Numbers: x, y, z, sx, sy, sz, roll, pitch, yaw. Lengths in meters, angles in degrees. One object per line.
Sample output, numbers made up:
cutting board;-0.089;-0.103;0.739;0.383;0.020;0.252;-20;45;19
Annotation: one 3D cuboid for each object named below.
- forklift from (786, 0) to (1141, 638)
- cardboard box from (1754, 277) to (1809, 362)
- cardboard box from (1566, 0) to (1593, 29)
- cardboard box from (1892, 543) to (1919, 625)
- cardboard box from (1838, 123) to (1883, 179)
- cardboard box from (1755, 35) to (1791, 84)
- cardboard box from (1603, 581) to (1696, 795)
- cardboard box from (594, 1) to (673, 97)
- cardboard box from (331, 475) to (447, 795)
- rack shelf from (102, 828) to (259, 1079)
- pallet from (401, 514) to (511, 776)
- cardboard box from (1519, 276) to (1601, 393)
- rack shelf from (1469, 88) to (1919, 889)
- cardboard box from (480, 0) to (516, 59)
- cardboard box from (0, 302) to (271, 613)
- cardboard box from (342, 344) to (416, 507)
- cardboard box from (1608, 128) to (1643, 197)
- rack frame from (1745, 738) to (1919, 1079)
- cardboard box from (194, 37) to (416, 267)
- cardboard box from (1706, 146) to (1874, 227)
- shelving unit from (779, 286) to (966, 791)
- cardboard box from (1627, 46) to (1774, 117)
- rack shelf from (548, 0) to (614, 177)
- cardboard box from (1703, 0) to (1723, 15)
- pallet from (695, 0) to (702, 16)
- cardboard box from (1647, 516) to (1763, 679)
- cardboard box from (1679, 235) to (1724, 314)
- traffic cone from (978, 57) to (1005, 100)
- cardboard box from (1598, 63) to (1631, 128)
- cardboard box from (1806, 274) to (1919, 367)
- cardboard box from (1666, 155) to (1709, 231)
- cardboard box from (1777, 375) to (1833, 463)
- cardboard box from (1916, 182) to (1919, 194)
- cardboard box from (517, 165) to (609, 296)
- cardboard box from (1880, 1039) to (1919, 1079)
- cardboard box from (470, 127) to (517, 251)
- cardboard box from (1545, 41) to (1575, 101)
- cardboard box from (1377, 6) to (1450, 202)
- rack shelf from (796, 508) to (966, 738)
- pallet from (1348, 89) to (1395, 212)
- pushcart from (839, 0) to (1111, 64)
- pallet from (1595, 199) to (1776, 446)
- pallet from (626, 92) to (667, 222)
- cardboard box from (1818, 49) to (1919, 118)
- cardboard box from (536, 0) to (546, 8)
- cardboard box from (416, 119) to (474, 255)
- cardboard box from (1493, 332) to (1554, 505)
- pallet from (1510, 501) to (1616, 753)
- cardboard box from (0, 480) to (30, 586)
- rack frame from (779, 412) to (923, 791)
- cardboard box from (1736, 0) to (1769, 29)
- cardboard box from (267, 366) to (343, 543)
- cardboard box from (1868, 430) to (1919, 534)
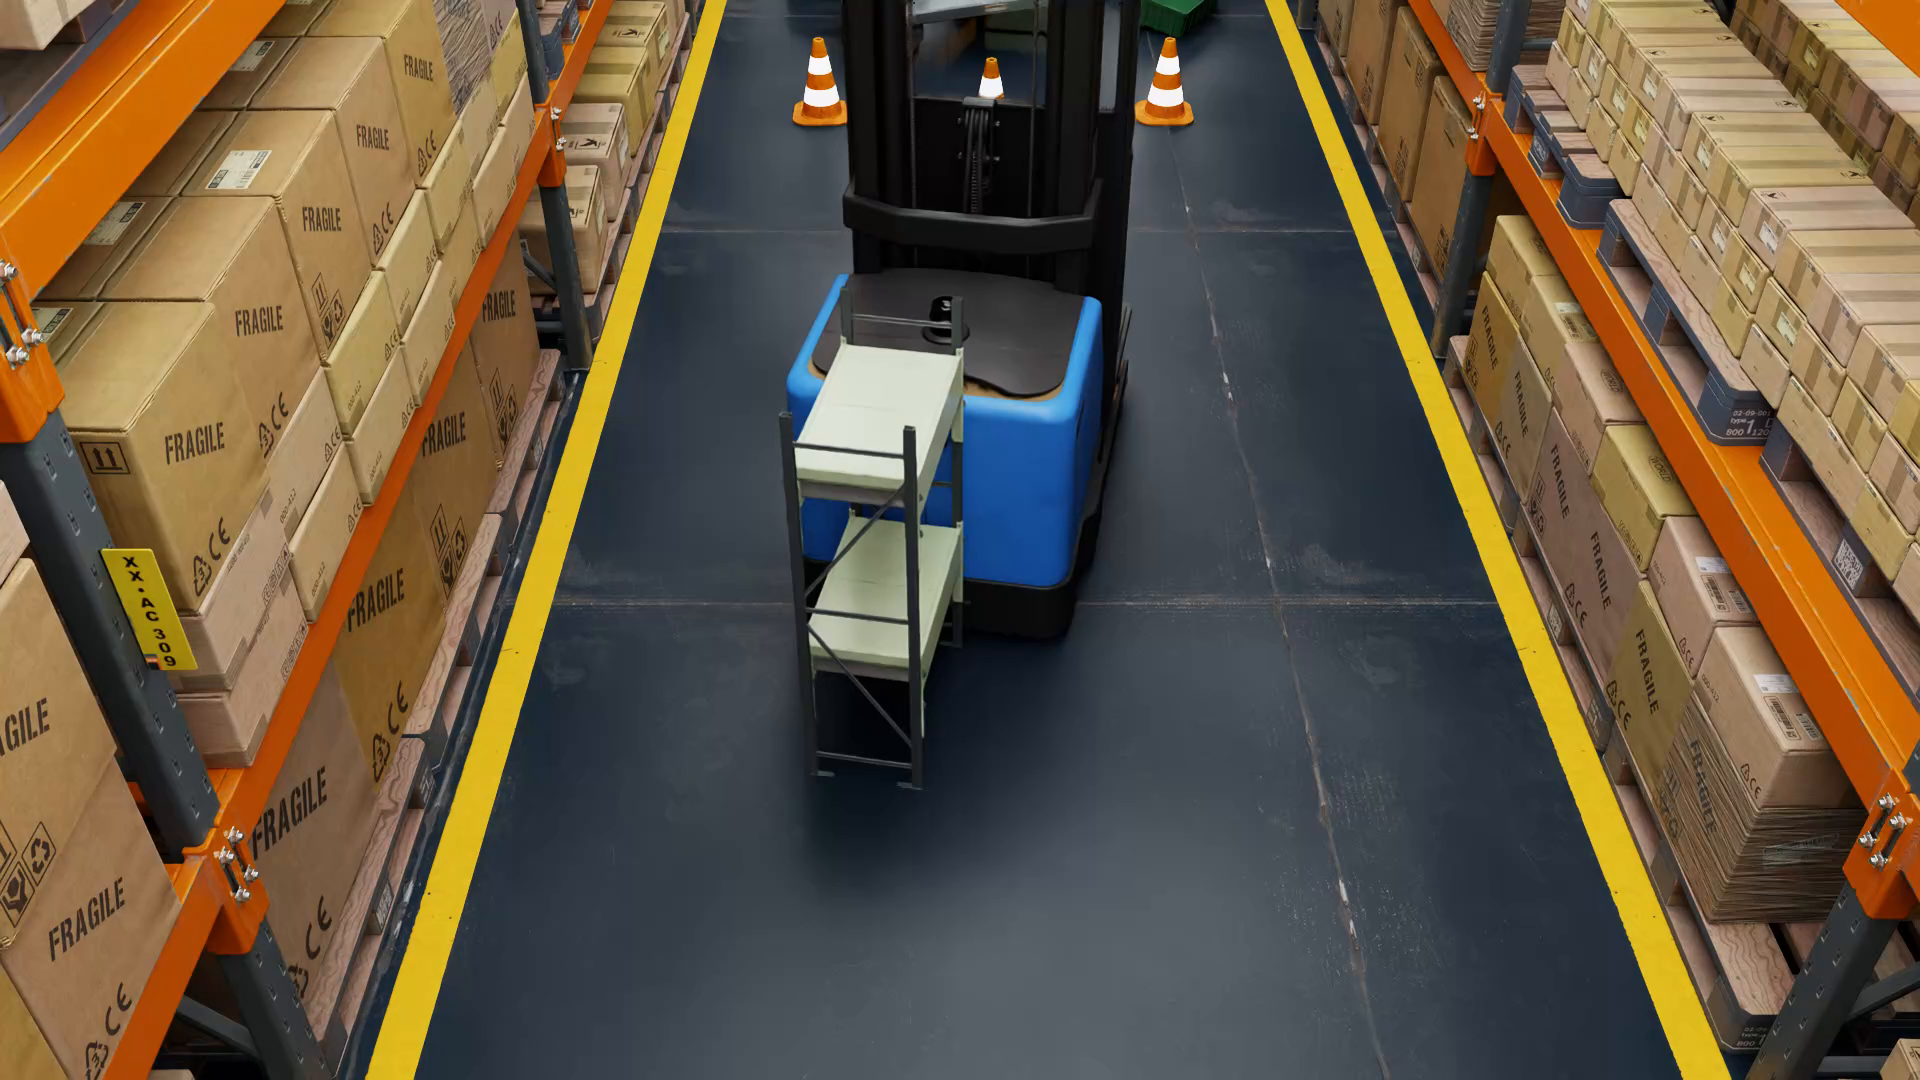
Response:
forklift;0.157;-1.702;6.530;1.130;2.935;3.031;7;39;8
cardboard box;2.533;-0.635;4.771;0.380;0.149;0.250;-2;39;-2
cardboard box;2.536;-2.058;6.309;0.380;0.149;0.250;0;39;0
cardboard box;2.535;0.135;4.047;0.380;0.149;0.250;-1;39;-1
cardboard box;3.188;-1.282;5.578;0.380;0.149;0.250;0;39;0
cardboard box;3.187;-1.758;6.173;0.380;0.149;0.250;1;39;2
cardboard box;2.481;0.478;5.418;0.500;0.500;0.500;-1;39;-1
cardboard box;-2.218;-2.847;9.670;0.950;0.372;0.625;2;39;3
cardboard box;-2.306;0.229;5.429;0.875;0.875;0.875;1;39;1
rack shelf;-2.214;2.048;2.371;1.077;0.370;4.000;0;39;0
pallet;-2.297;0.357;6.136;1.003;0.211;1.213;0;39;0
cardboard box;2.489;-0.784;6.394;0.500;0.250;0.500;0;39;-1
rack shelf;2.732;-0.520;5.576;1.077;0.370;4.000;0;39;0
cardboard box;-1.958;-2.091;6.081;0.500;0.500;0.500;-1;39;-1
cardboard box;-1.929;-0.188;3.707;0.500;0.500;0.500;0;39;0
cardboard box;-1.939;-0.345;4.901;0.500;0.250;0.500;0;39;0
cardboard box;2.531;-1.332;5.879;0.380;0.149;0.250;2;39;2
rack frame;2.737;0.450;3.790;0.949;2.616;0.053;0;39;0
cardboard box;-1.962;-1.143;4.899;0.500;0.500;0.500;-1;39;-1
cardboard box;2.536;-1.083;5.092;0.380;0.149;0.250;-1;39;-1
shelving unit;-0.257;0.018;5.528;0.431;1.500;0.755;7;39;8
cardboard box;2.535;-1.574;5.704;0.380;0.149;0.250;-2;39;-2
rack shelf;-2.223;-2.955;8.614;1.077;0.370;4.000;0;39;0
cardboard box;2.999;-2.372;7.231;0.500;0.500;0.500;0;39;0
pallet;-2.261;-3.818;11.346;1.003;0.211;1.213;0;39;0
cardboard box;2.493;0.181;5.188;0.500;0.250;0.500;2;39;2
cardboard box;2.530;-0.846;5.272;0.380;0.149;0.250;-1;39;-2
traffic cone;0.176;-2.542;9.551;0.336;0.463;0.334;0;39;0
cardboard box;2.535;-1.595;5.969;0.380;0.149;0.250;-1;39;-1
cardboard box;2.538;-0.593;4.481;0.380;0.149;0.250;0;39;0
cardboard box;2.532;-1.126;5.384;0.380;0.149;0.250;0;39;0
cardboard box;2.536;-0.340;4.640;0.380;0.149;0.250;-2;39;-2
cardboard box;3.187;-1.072;5.079;0.380;0.149;0.250;1;39;1
cardboard box;-2.211;-1.477;7.960;0.950;0.372;0.625;-2;39;-3
cardboard box;2.527;1.382;4.096;0.380;0.149;0.250;1;39;2
cardboard box;-1.944;-1.291;6.082;0.500;0.250;0.500;1;39;1
cardboard box;2.528;-1.838;6.510;0.380;0.149;0.250;-1;39;-1
cardboard box;2.814;-2.265;8.641;1.050;0.750;0.750;1;39;1
rack shelf;-0.257;0.273;5.732;0.431;0.370;0.720;7;39;8
pallet;2.805;-2.218;9.349;1.003;0.211;1.213;0;39;0
pushcart;0.055;-3.496;10.811;1.648;0.377;0.936;-13;40;-16
pallet;2.772;-0.739;5.427;1.003;0.211;1.213;0;39;0
pallet;-2.219;-2.147;9.260;1.003;0.211;1.213;0;39;0
cardboard box;3.191;-1.556;5.682;0.380;0.149;0.250;1;39;1
cardboard box;-2.002;-2.431;7.250;0.380;0.149;0.250;-2;39;-3
cardboard box;-1.941;-1.178;5.542;0.500;0.250;0.500;-1;39;-1
cardboard box;2.479;-0.483;6.618;0.500;0.500;0.500;0;39;0
pallet;2.727;0.286;6.224;1.003;0.211;1.213;0;39;0
cardboard box;-1.897;0.026;2.920;0.380;0.149;0.250;-1;39;-1
rack frame;-0.325;0.243;5.247;0.400;1.500;0.023;7;39;8
cardboard box;3.188;-2.044;6.291;0.380;0.149;0.250;-1;39;-2
cardboard box;-1.963;-0.222;4.348;0.500;0.250;0.500;1;39;1
cardboard box;2.534;-0.146;4.161;0.380;0.149;0.250;0;39;0
